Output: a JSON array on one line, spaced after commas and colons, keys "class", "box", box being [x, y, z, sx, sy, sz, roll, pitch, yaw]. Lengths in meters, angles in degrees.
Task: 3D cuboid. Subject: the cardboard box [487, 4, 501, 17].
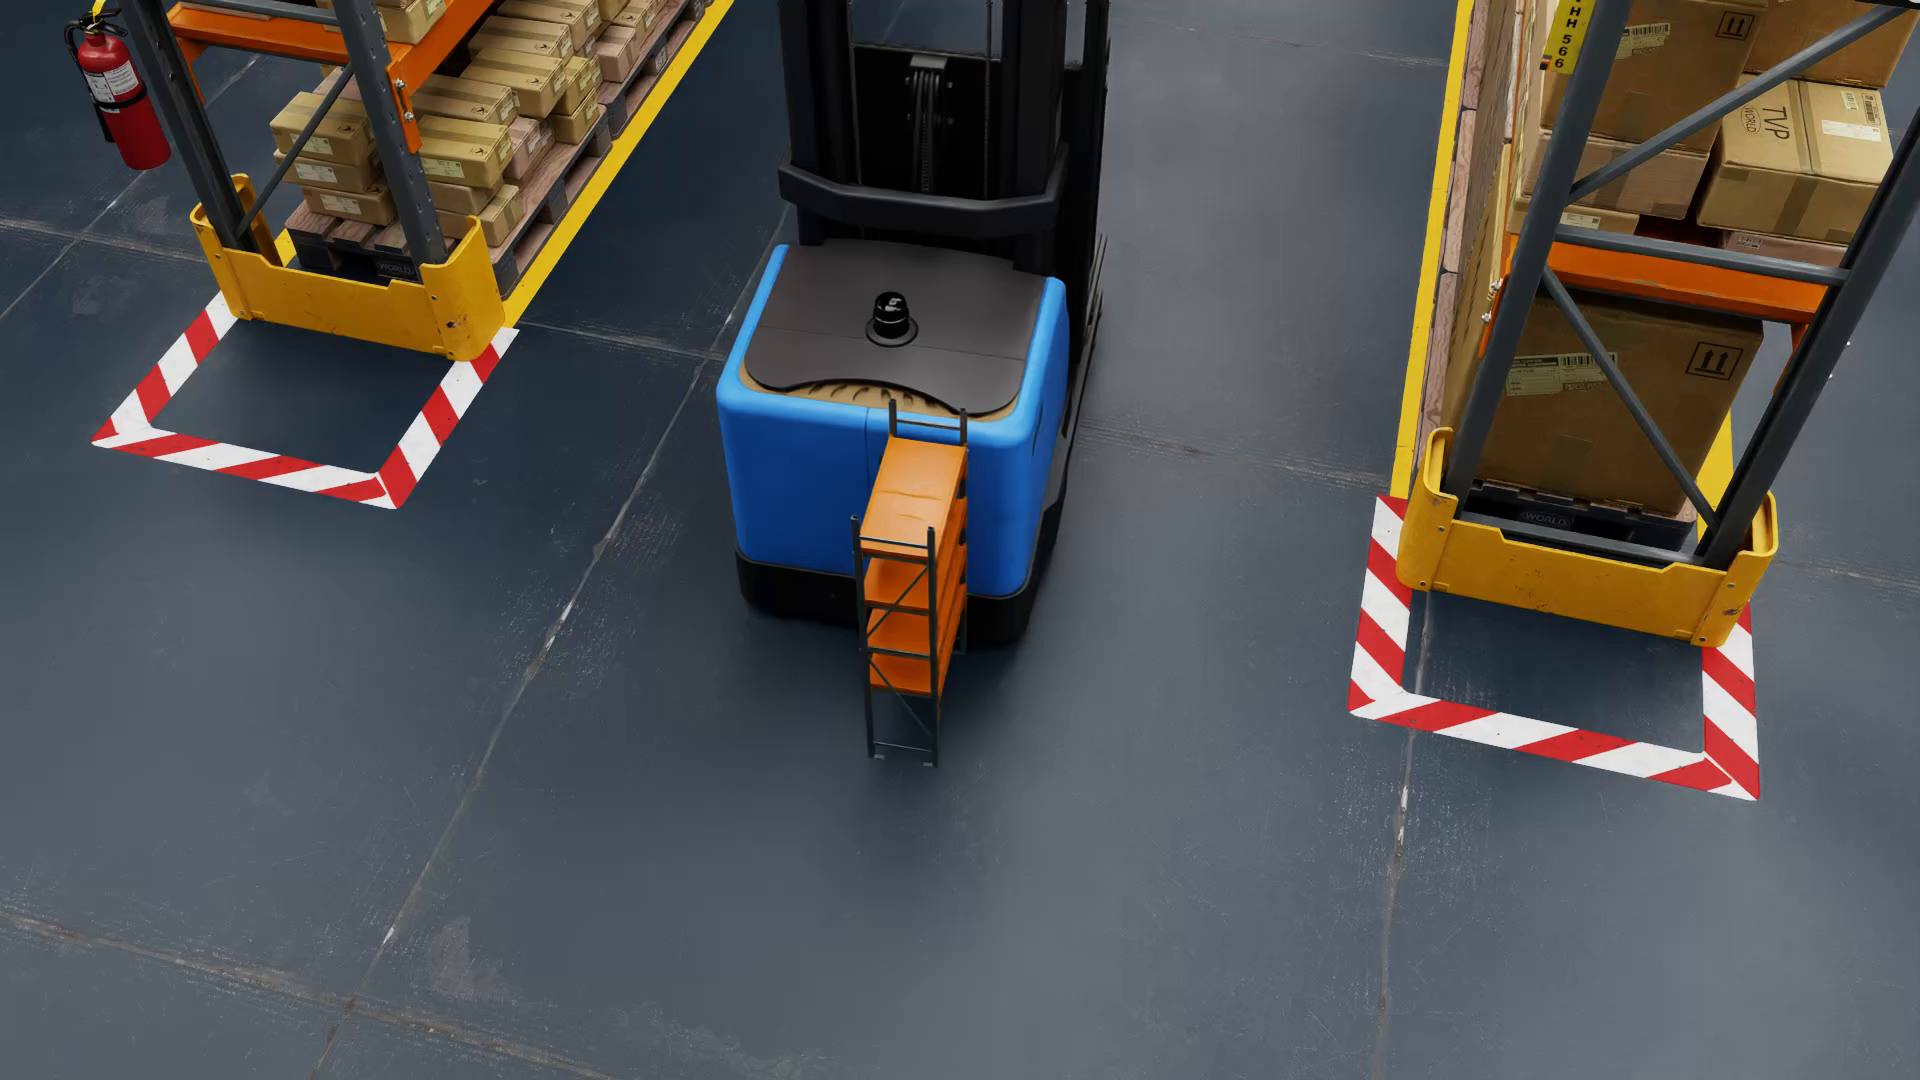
[{"class": "cardboard box", "box": [-2.342, -2.573, 7.943, 0.380, 0.149, 0.250, 14, 50, 12]}]

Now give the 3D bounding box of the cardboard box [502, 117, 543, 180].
[{"class": "cardboard box", "box": [-2.038, -1.715, 7.186, 0.380, 0.149, 0.250, 11, 50, 10]}]

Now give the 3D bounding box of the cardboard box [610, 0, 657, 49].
[{"class": "cardboard box", "box": [-1.709, -2.538, 8.111, 0.380, 0.149, 0.250, 12, 50, 10]}]

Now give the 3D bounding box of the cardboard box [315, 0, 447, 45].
[{"class": "cardboard box", "box": [-2.148, -1.992, 6.175, 0.380, 0.149, 0.250, 11, 50, 10]}]

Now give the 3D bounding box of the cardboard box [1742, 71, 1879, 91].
[{"class": "cardboard box", "box": [2.726, -1.574, 5.540, 0.500, 0.250, 0.500, 11, 49, 10]}]

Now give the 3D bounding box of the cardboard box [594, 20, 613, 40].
[{"class": "cardboard box", "box": [-1.877, -2.488, 7.869, 0.380, 0.149, 0.250, 14, 50, 12]}]

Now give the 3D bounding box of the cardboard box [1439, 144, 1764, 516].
[{"class": "cardboard box", "box": [2.300, -0.768, 6.064, 0.875, 0.875, 0.875, 12, 50, 10]}]

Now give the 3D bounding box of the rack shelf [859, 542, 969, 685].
[{"class": "rack shelf", "box": [-0.143, 0.214, 5.351, 0.258, 0.148, 0.480, 8, 49, 7]}]

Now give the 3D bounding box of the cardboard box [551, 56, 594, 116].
[{"class": "cardboard box", "box": [-1.886, -2.073, 7.502, 0.380, 0.149, 0.250, 13, 50, 11]}]

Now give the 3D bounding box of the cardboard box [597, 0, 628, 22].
[{"class": "cardboard box", "box": [-1.757, -2.566, 7.738, 0.380, 0.149, 0.250, 12, 50, 11]}]

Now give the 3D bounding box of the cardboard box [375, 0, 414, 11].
[{"class": "cardboard box", "box": [-2.165, -2.307, 6.020, 0.500, 0.500, 0.500, 14, 50, 12]}]

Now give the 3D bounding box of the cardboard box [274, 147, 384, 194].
[{"class": "cardboard box", "box": [-2.686, -1.638, 7.118, 0.380, 0.149, 0.250, 10, 49, 9]}]

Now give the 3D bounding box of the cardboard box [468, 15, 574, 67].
[{"class": "cardboard box", "box": [-1.952, -2.186, 7.403, 0.380, 0.149, 0.250, 9, 49, 8]}]

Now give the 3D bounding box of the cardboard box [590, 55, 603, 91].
[{"class": "cardboard box", "box": [-1.906, -2.170, 7.786, 0.380, 0.149, 0.250, 12, 50, 10]}]

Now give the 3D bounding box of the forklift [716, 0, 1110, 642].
[{"class": "forklift", "box": [-0.010, -1.738, 5.829, 1.130, 2.935, 3.031, 8, 49, 7]}]

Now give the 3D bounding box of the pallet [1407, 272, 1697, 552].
[{"class": "pallet", "box": [2.344, -0.525, 6.572, 1.003, 0.211, 1.213, 12, 50, 10]}]

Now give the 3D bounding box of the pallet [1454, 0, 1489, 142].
[{"class": "pallet", "box": [2.986, -2.290, 8.130, 1.003, 0.211, 1.213, 12, 50, 10]}]

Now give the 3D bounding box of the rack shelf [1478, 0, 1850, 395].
[{"class": "rack shelf", "box": [2.735, -2.062, 6.549, 1.077, 0.370, 4.000, 12, 50, 10]}]

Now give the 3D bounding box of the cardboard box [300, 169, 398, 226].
[{"class": "cardboard box", "box": [-2.613, -1.523, 7.215, 0.380, 0.149, 0.250, 12, 50, 11]}]

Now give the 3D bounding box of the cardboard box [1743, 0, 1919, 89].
[{"class": "cardboard box", "box": [2.727, -1.806, 5.245, 0.500, 0.500, 0.500, 10, 49, 9]}]

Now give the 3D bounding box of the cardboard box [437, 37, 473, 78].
[{"class": "cardboard box", "box": [-2.381, -2.188, 7.603, 0.380, 0.149, 0.250, 11, 49, 10]}]

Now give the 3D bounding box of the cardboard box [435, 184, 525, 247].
[{"class": "cardboard box", "box": [-2.103, -1.417, 7.121, 0.380, 0.149, 0.250, 12, 50, 11]}]

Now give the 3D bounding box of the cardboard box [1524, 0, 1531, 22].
[{"class": "cardboard box", "box": [2.320, -2.020, 6.199, 0.380, 0.149, 0.250, 12, 50, 10]}]

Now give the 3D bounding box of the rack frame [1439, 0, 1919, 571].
[{"class": "rack frame", "box": [2.209, -0.854, 5.003, 1.000, 3.000, 0.127, 12, 50, 10]}]

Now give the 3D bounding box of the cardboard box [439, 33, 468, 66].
[{"class": "cardboard box", "box": [-2.459, -2.288, 7.494, 0.380, 0.149, 0.250, 10, 49, 9]}]

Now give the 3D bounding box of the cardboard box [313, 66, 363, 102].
[{"class": "cardboard box", "box": [-2.533, -1.901, 7.152, 0.380, 0.149, 0.250, 12, 50, 11]}]

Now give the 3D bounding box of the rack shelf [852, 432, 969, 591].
[{"class": "rack shelf", "box": [-0.143, -0.091, 5.006, 0.258, 0.148, 0.480, 8, 49, 7]}]

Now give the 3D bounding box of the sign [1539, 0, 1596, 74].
[{"class": "sign", "box": [1.689, -1.432, 4.583, 0.100, 0.325, 0.005, 12, 50, 10]}]

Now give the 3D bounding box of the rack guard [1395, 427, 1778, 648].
[{"class": "rack guard", "box": [2.202, -0.009, 5.925, 1.175, 0.500, 0.348, 12, 50, 10]}]

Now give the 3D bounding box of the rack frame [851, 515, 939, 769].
[{"class": "rack frame", "box": [-0.189, 0.349, 5.142, 0.240, 1.200, 0.015, 8, 49, 7]}]

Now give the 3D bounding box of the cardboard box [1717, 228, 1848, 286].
[{"class": "cardboard box", "box": [2.620, -0.962, 5.266, 0.380, 0.149, 0.250, 12, 50, 10]}]

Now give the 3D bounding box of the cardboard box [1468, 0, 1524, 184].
[{"class": "cardboard box", "box": [2.774, -2.070, 7.213, 0.875, 0.875, 0.875, 12, 50, 10]}]

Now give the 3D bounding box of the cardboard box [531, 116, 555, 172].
[{"class": "cardboard box", "box": [-2.054, -1.803, 7.462, 0.380, 0.149, 0.250, 12, 50, 10]}]

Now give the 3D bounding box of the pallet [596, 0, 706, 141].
[{"class": "pallet", "box": [-1.959, -2.498, 8.314, 1.003, 0.211, 1.213, 12, 50, 10]}]

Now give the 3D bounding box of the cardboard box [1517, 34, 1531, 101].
[{"class": "cardboard box", "box": [2.186, -1.644, 5.868, 0.380, 0.149, 0.250, 12, 50, 11]}]

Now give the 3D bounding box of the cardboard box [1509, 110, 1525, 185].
[{"class": "cardboard box", "box": [2.051, -1.281, 5.548, 0.380, 0.149, 0.250, 12, 50, 10]}]

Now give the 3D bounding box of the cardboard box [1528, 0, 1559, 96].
[{"class": "cardboard box", "box": [2.214, -1.672, 5.627, 0.500, 0.250, 0.500, 11, 49, 9]}]

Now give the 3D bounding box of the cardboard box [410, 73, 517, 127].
[{"class": "cardboard box", "box": [-2.128, -1.833, 7.092, 0.380, 0.149, 0.250, 12, 50, 11]}]

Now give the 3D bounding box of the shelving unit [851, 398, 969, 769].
[{"class": "shelving unit", "box": [-0.143, 0.169, 5.300, 0.258, 1.200, 0.503, 8, 49, 7]}]
